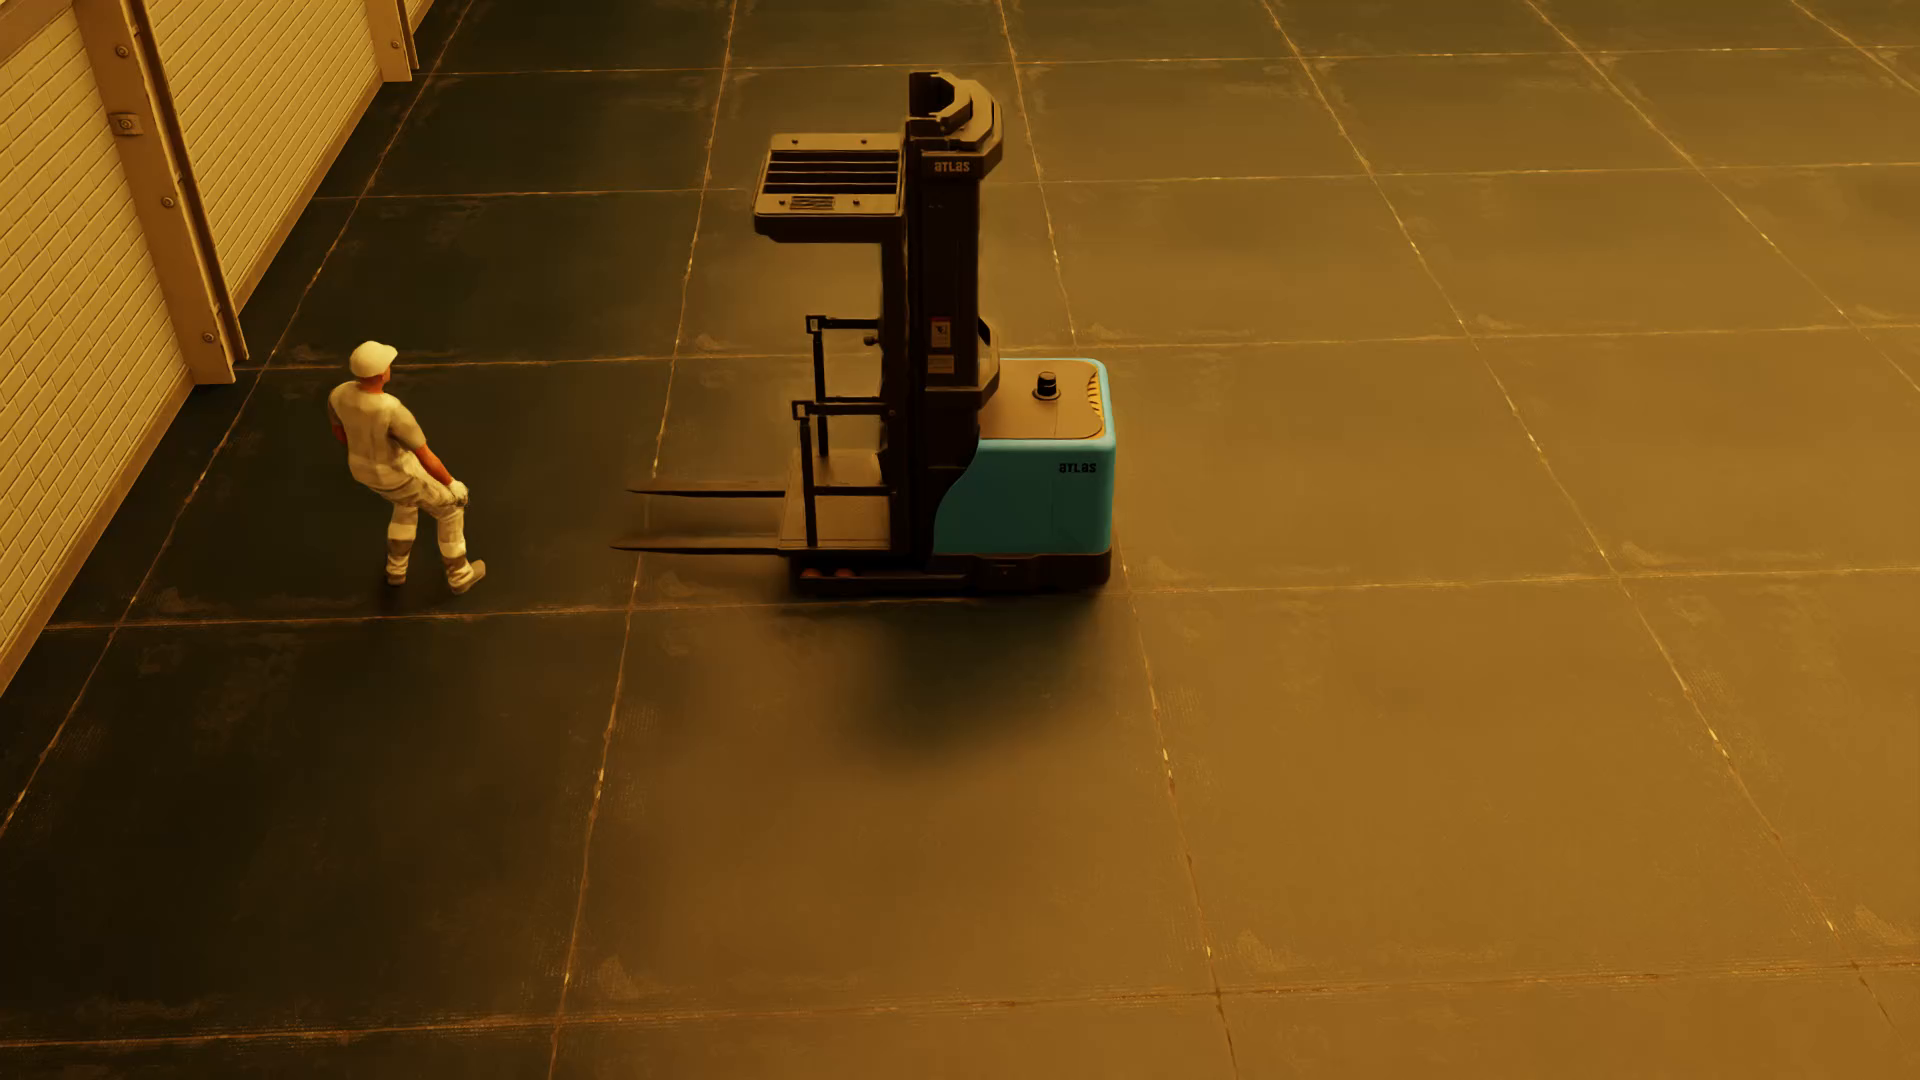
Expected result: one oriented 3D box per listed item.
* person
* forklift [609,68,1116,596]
[{"bbox_3d":[-3.205,-0.428,9.640,0.813,1.717,0.507,16,39,21],"label":"person"},{"bbox_3d":[-0.608,-1.158,9.600,3.031,2.935,1.130,0,36,0],"label":"forklift"}]
